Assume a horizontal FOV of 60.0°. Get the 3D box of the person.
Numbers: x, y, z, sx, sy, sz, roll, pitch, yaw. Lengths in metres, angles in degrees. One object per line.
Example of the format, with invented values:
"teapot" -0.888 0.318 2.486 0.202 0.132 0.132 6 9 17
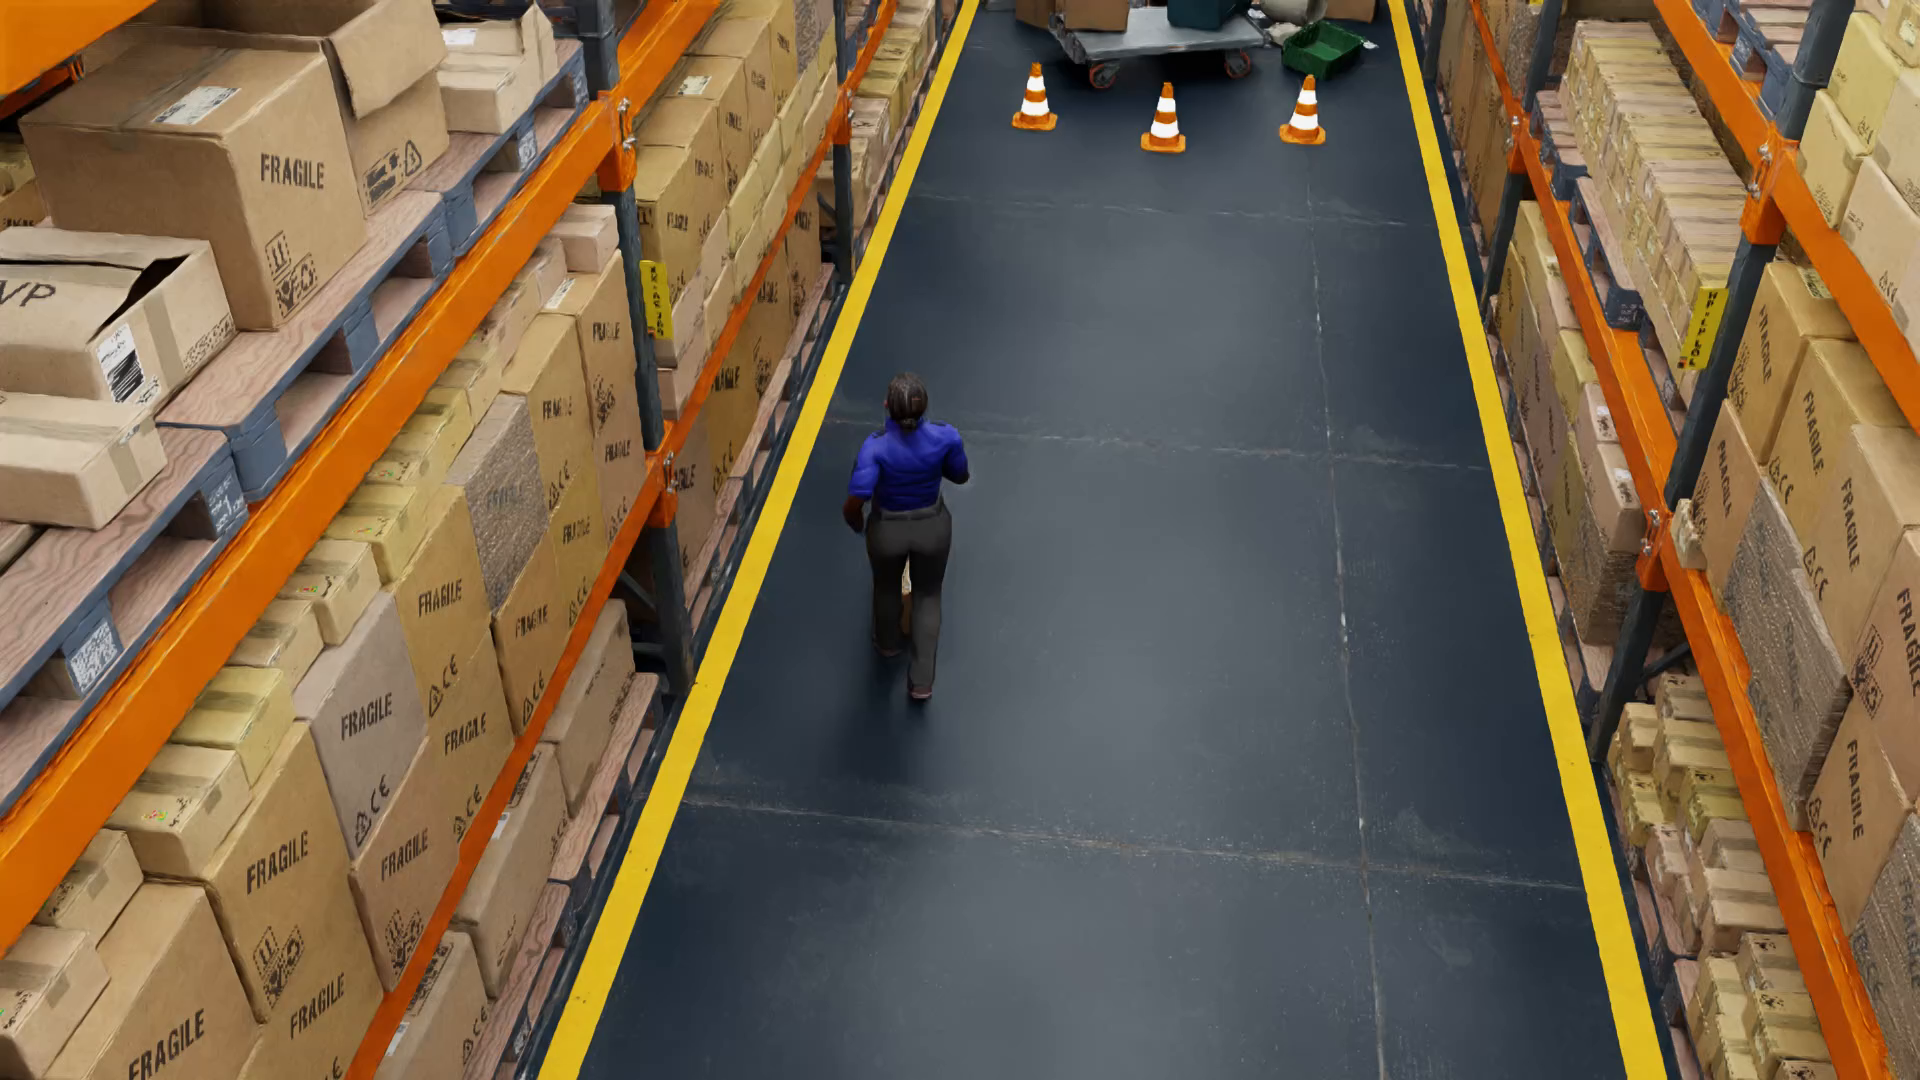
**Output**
"person" -0.233 -0.051 7.154 0.541 1.680 0.687 -3 36 -4
